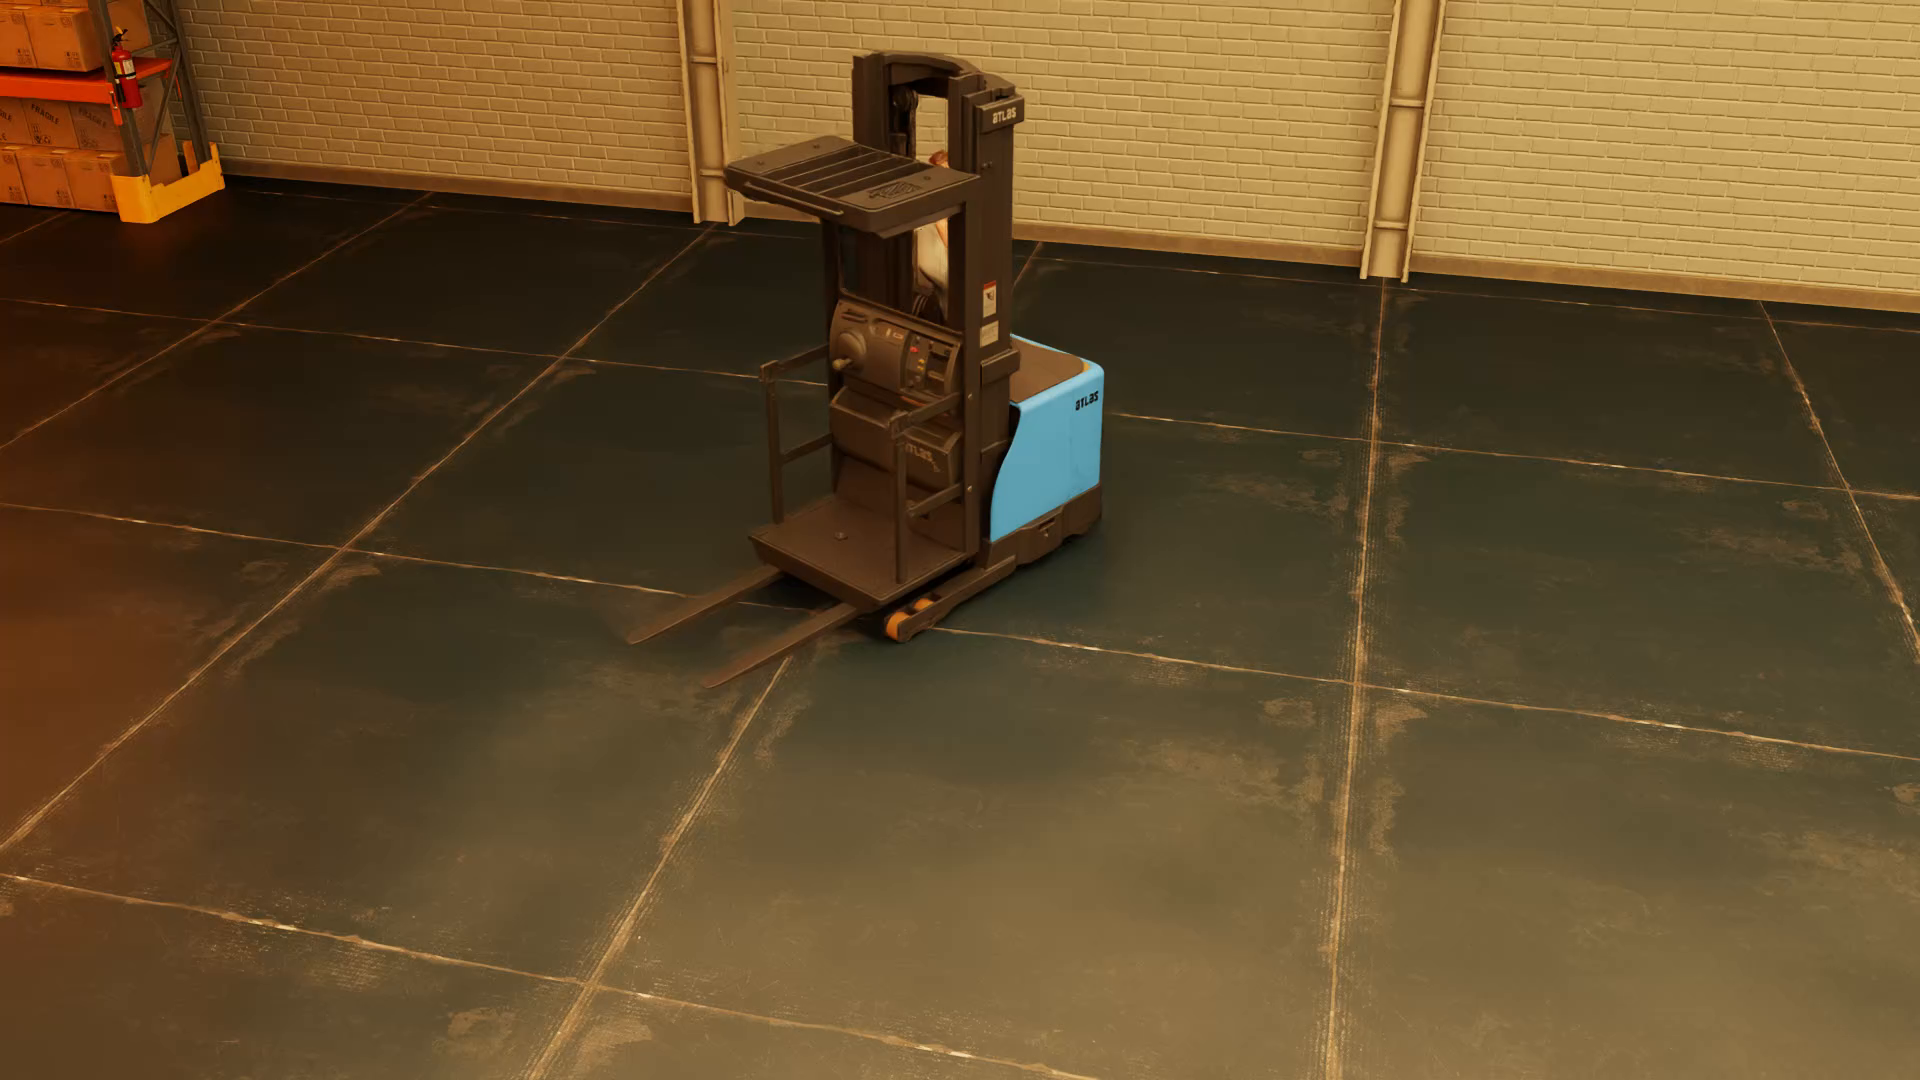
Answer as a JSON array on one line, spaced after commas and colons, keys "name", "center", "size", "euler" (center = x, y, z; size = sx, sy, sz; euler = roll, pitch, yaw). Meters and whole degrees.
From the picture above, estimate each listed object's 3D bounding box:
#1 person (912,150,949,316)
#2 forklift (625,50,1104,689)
[{"name": "person", "center": [-0.056, -2.070, 12.261], "size": [0.795, 1.549, 0.734], "euler": [-22, 36, -34]}, {"name": "forklift", "center": [-0.502, -0.994, 8.925], "size": [1.130, 2.935, 3.031], "euler": [24, 38, 36]}]
